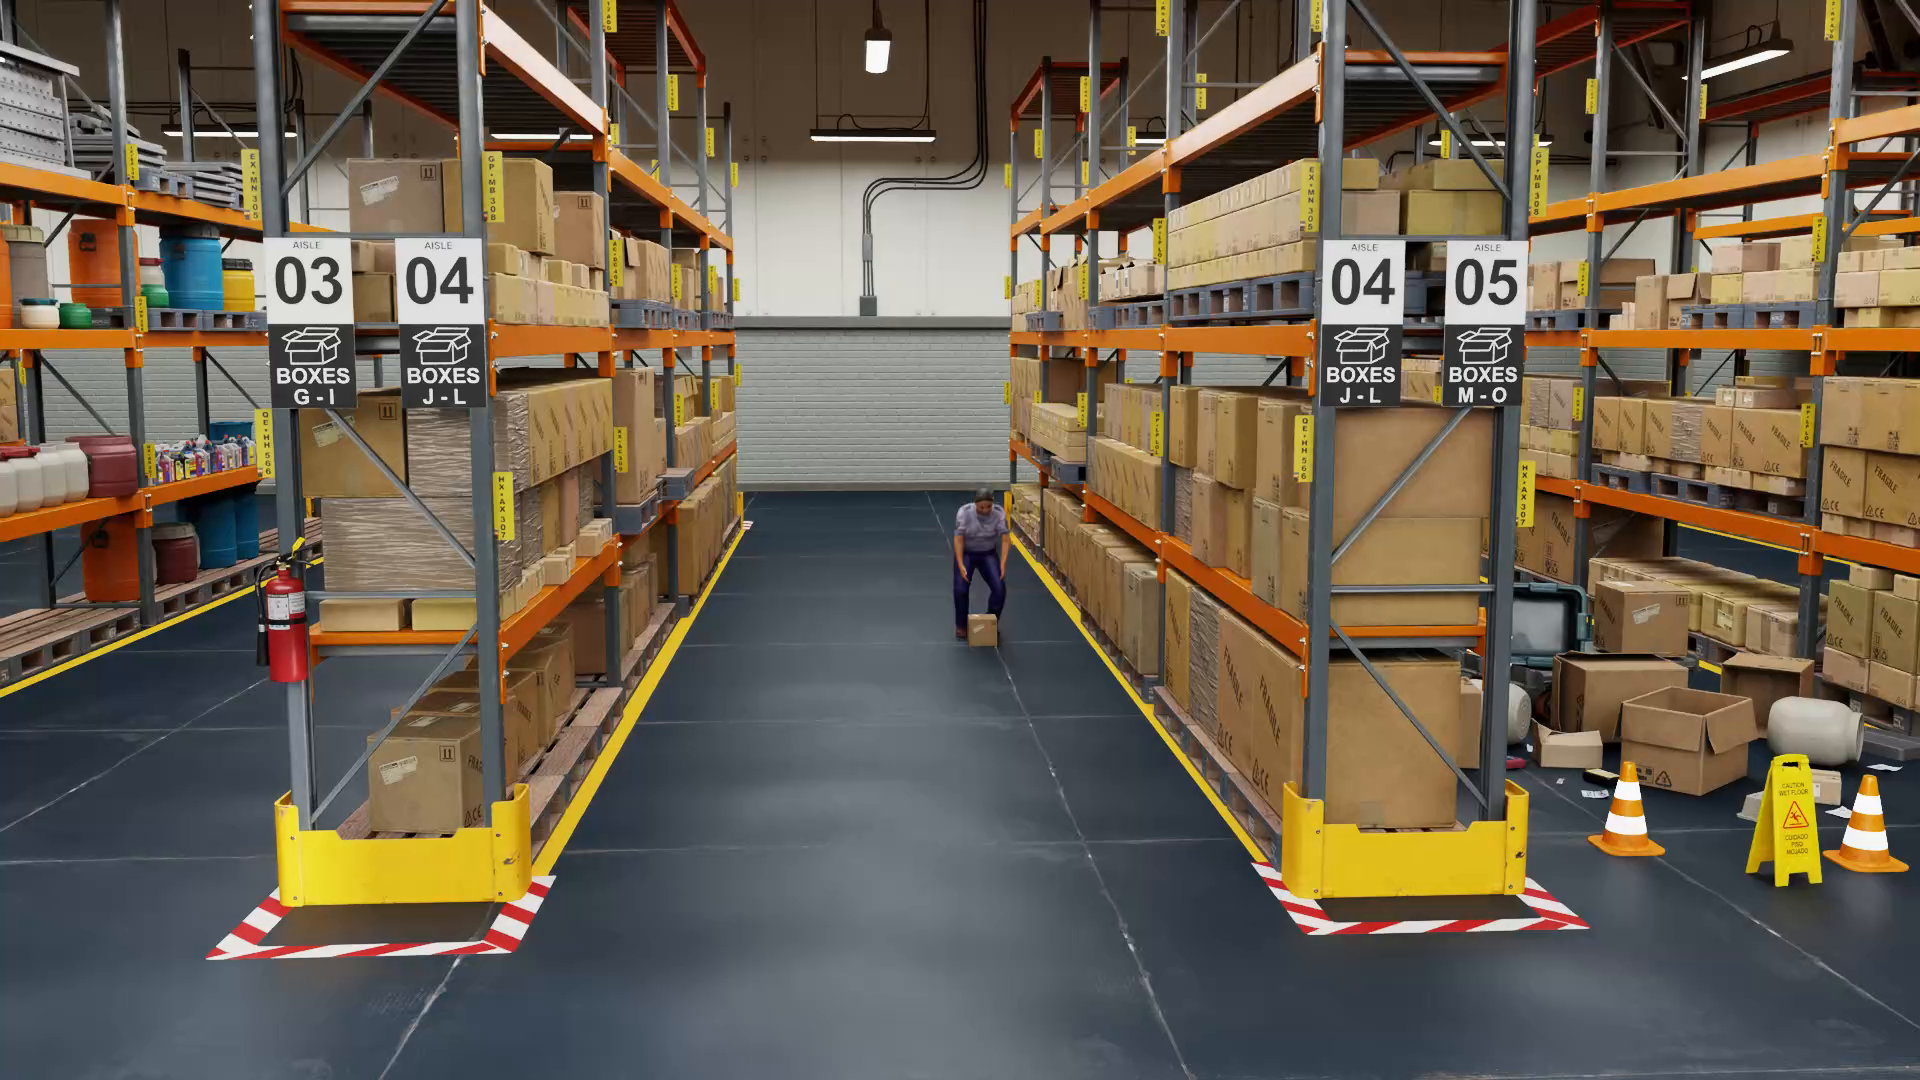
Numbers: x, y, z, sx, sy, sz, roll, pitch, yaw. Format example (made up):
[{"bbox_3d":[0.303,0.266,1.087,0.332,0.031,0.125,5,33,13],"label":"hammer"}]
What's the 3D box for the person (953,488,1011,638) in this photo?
[{"bbox_3d":[0.198,0.196,15.299,0.533,1.395,0.636,0,7,-4],"label":"person"}]
